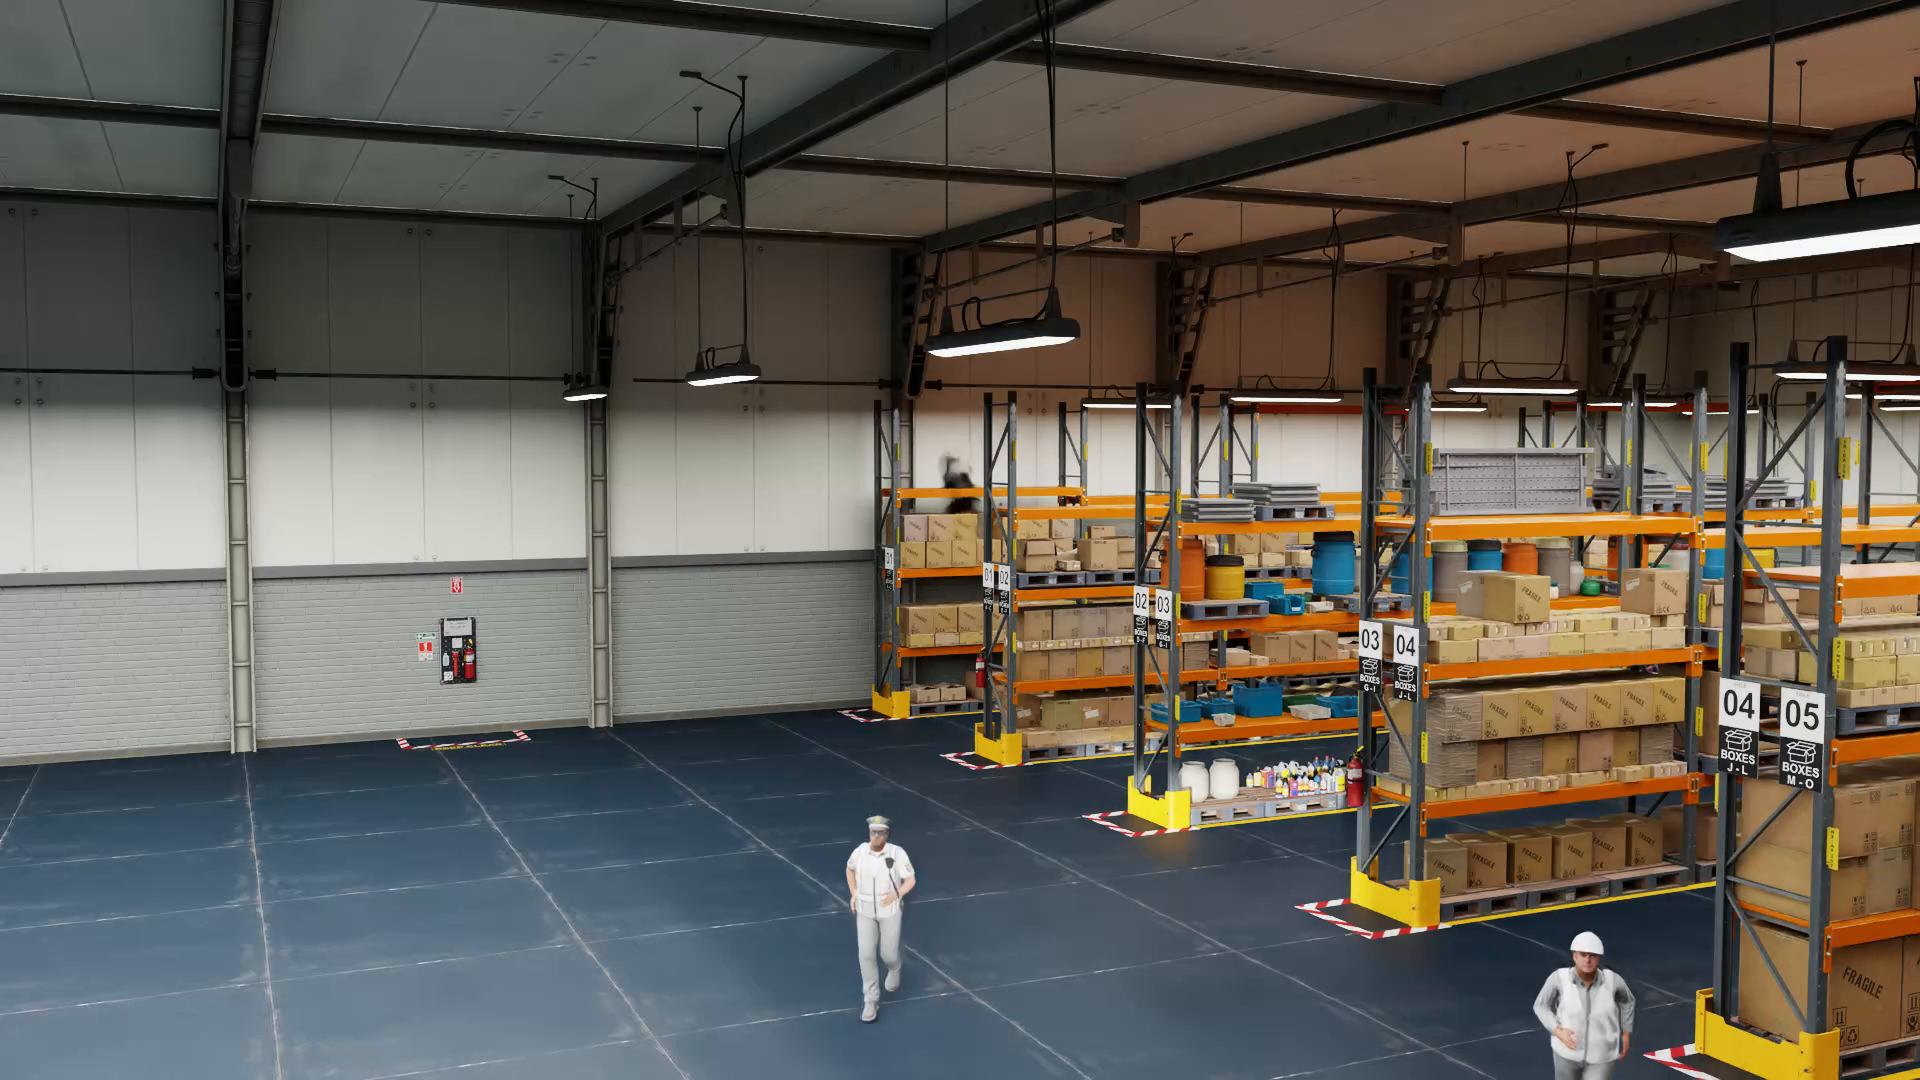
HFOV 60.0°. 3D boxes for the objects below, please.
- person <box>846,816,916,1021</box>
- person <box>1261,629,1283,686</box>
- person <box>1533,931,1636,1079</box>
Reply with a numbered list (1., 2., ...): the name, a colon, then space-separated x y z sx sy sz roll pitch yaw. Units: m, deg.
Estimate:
1. person: -0.738 3.382 15.185 0.672 1.771 0.934 0 3 7
2. person: 6.014 2.512 31.849 0.703 1.639 0.487 -2 4 -36
3. person: 4.382 3.601 11.685 0.681 1.770 0.998 1 4 19
